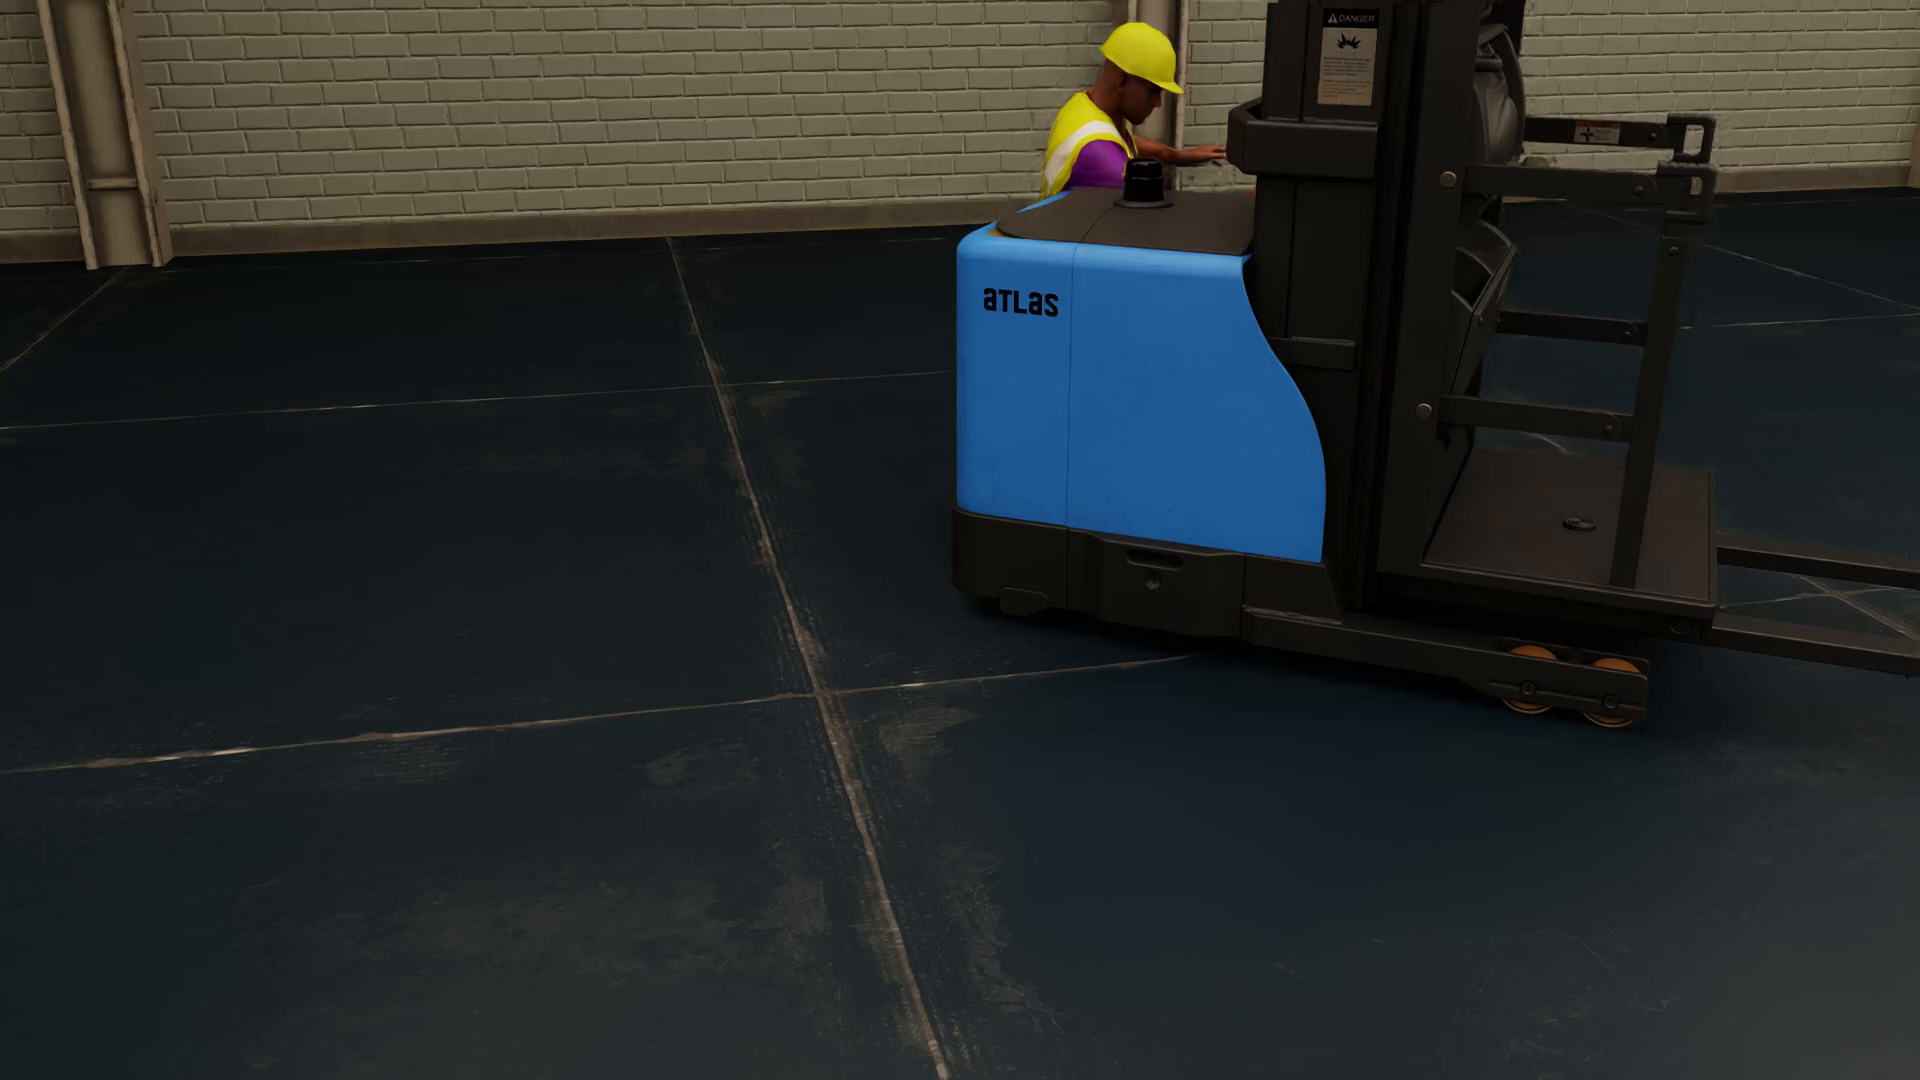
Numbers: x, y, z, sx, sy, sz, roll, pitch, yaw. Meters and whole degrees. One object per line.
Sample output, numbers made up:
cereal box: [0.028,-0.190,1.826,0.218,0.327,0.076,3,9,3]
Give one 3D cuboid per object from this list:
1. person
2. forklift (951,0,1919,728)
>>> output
person: [0.650,-0.910,5.475,0.791,1.525,1.007,2,21,5]
forklift: [1.542,-1.123,4.131,3.031,2.935,1.130,9,23,21]
